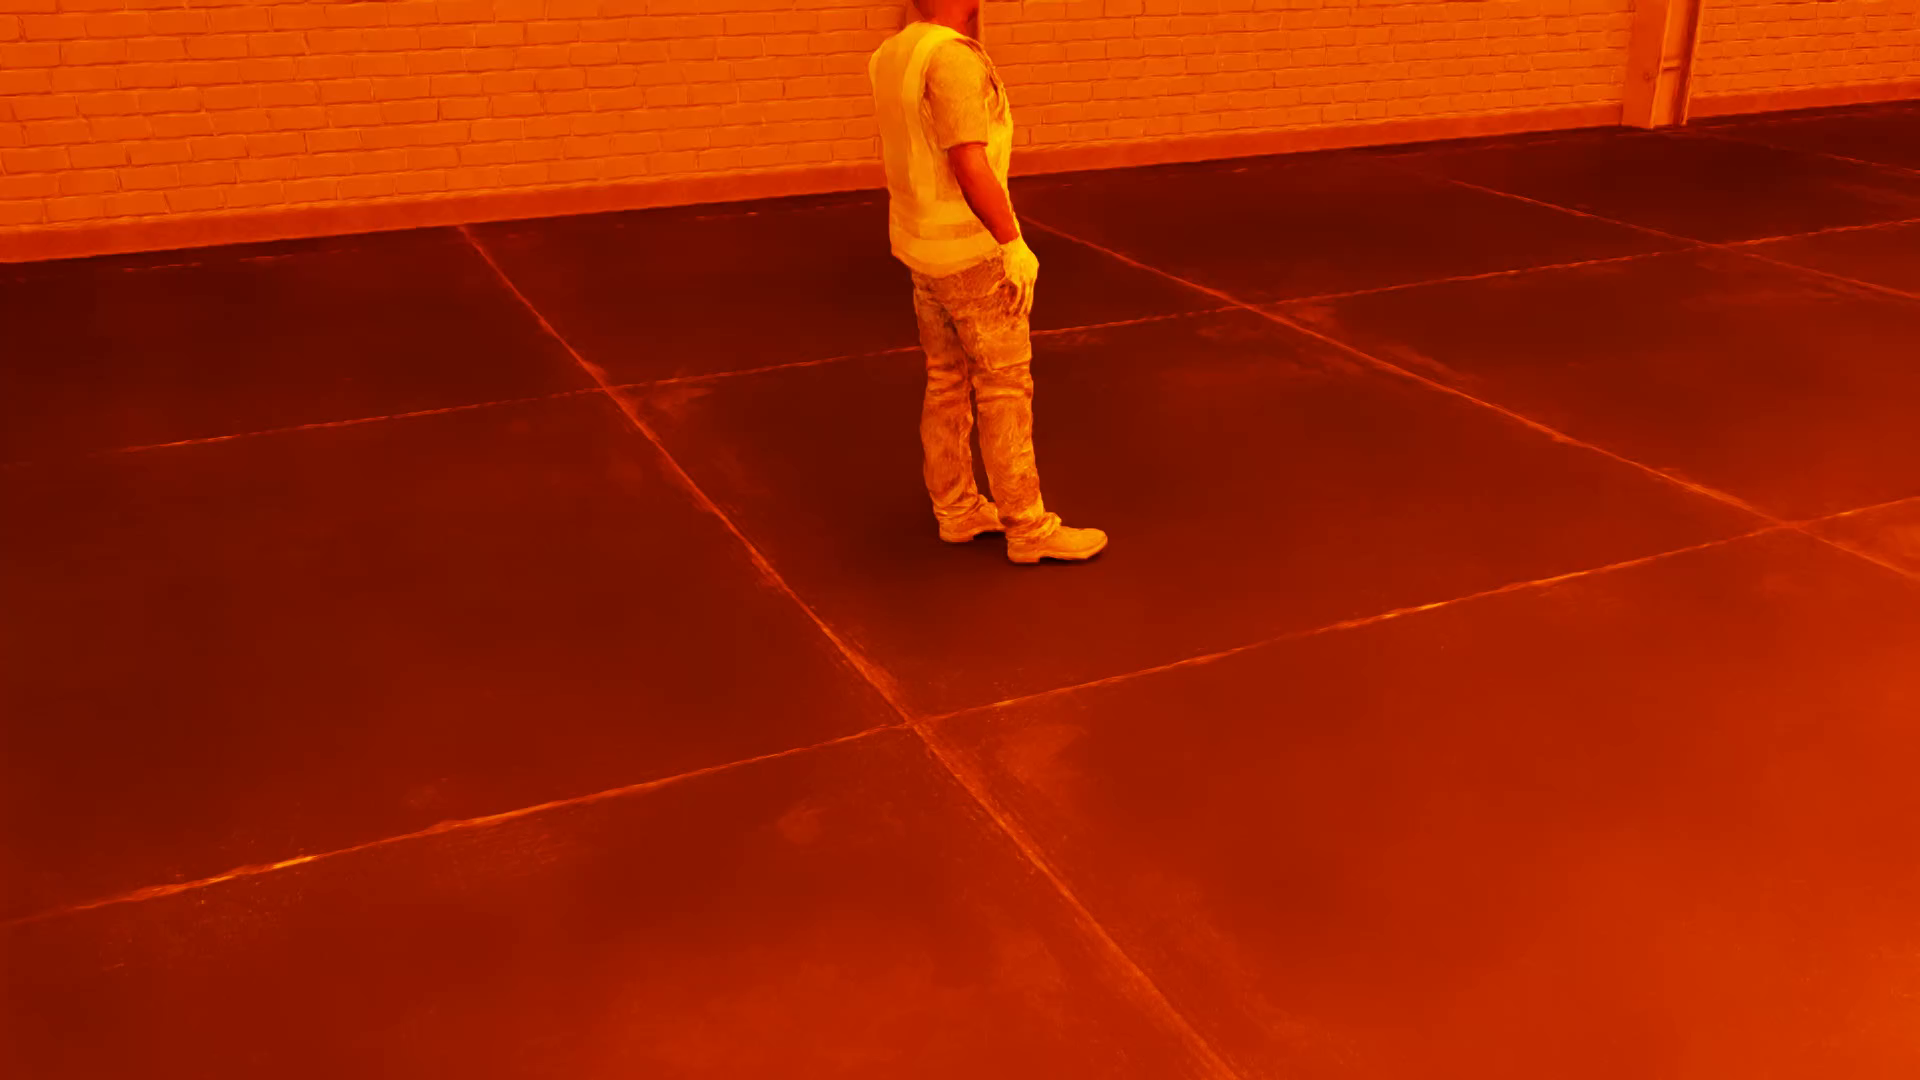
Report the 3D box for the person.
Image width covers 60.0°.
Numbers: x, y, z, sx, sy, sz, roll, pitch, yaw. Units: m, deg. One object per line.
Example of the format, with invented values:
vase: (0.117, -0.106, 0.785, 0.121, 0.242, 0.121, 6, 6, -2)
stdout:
person: (0.069, -0.839, 4.784, 0.575, 1.782, 0.655, -10, 25, -23)
